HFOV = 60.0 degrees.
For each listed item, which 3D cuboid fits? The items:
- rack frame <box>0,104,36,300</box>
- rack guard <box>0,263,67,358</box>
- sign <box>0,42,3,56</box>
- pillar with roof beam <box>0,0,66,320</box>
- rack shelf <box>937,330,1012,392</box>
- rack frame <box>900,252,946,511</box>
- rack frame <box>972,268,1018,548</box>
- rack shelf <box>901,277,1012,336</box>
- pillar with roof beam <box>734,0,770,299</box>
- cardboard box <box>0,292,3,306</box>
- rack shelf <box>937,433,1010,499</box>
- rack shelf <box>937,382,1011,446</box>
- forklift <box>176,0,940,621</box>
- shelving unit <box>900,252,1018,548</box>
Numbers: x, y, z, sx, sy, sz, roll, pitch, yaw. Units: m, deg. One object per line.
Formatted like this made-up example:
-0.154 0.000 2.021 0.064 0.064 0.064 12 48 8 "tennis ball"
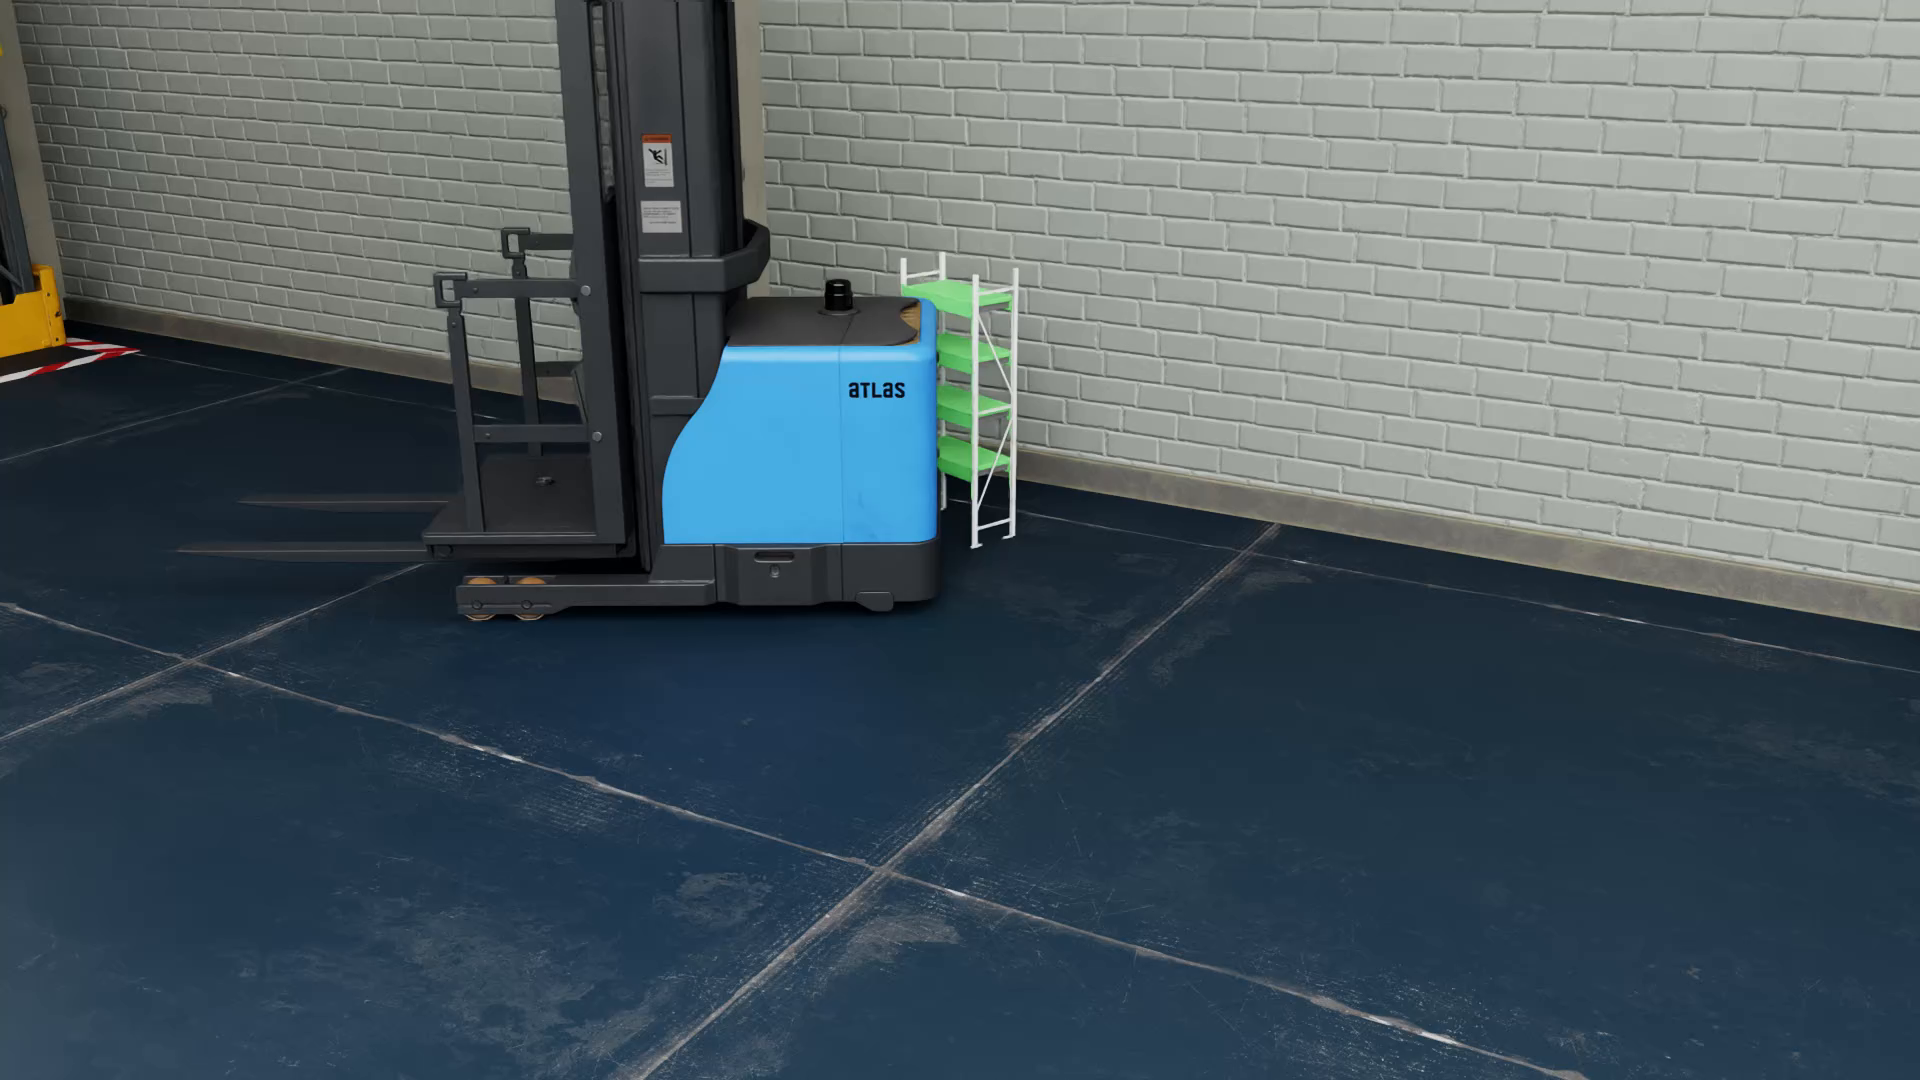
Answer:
-6.301 -2.565 10.037 0.127 3.000 1.000 11 23 27 "rack frame"
-6.280 -1.386 10.452 0.348 0.500 1.175 11 23 27 "rack guard"
-6.025 -3.173 10.329 0.005 0.325 0.100 11 23 27 "sign"
-8.569 -4.488 6.540 0.400 9.000 9.100 11 23 27 "pillar with roof beam"
-0.007 -0.786 7.255 0.258 0.148 0.480 -16 25 -37 "rack shelf"
-0.162 -0.684 7.492 0.240 1.200 0.015 -16 25 -37 "rack frame"
0.149 -0.556 7.139 0.240 1.200 0.015 -16 25 -37 "rack frame"
-0.007 -1.011 7.174 0.258 0.148 0.480 -16 25 -37 "rack shelf"
-3.331 -3.490 3.789 0.400 9.000 9.100 11 23 27 "pillar with roof beam"
-6.635 -1.610 10.820 0.500 0.250 0.500 11 23 28 "cardboard box"
-0.007 -0.335 7.419 0.258 0.148 0.480 -16 25 -37 "rack shelf"
-0.007 -0.560 7.337 0.258 0.148 0.480 -16 25 -37 "rack shelf"
-1.598 -1.243 6.494 3.031 2.935 1.130 0 20 -1 "forklift"
-0.007 -0.620 7.316 0.258 1.200 0.503 -16 25 -37 "shelving unit"
